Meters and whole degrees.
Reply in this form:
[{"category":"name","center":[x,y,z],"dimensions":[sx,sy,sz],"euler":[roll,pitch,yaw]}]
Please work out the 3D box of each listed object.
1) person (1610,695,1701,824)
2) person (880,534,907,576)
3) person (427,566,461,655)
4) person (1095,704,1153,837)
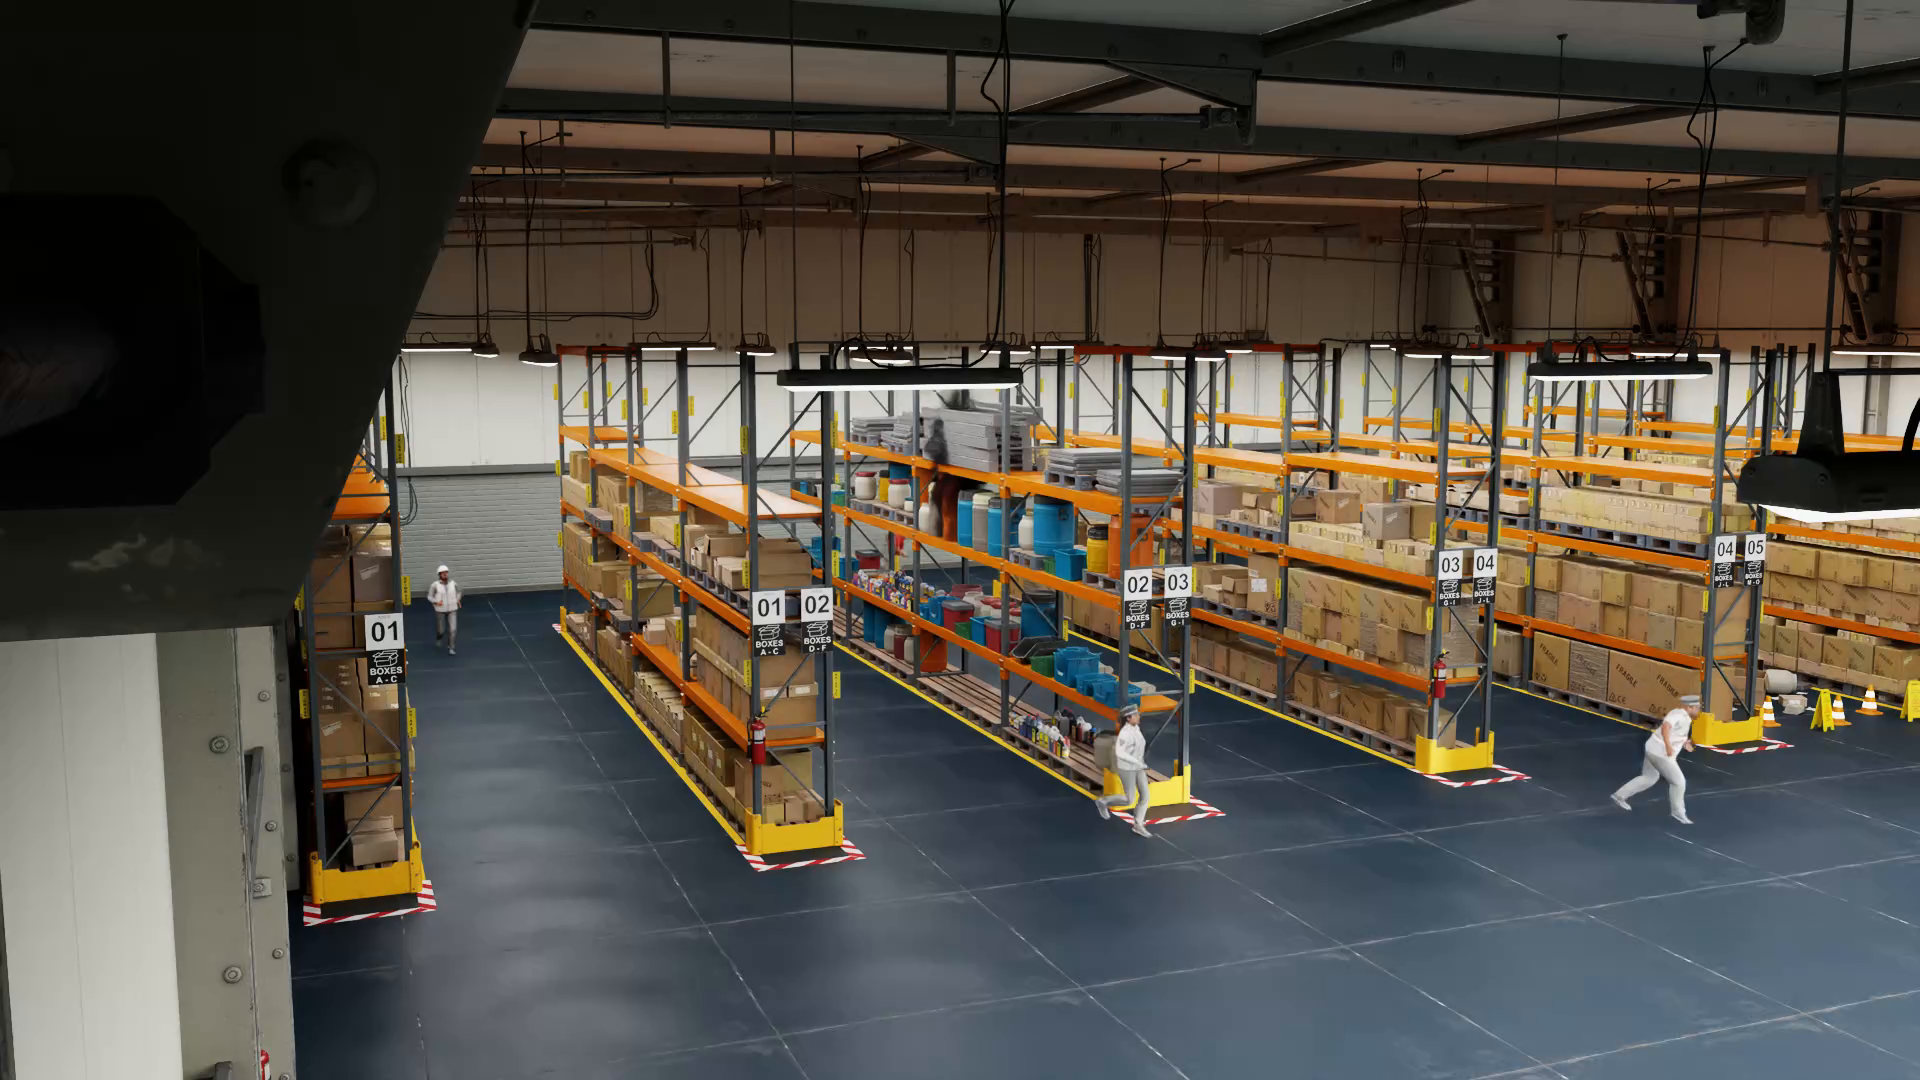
[{"category":"person","center":[8.953,2.822,21.413],"dimensions":[1.030,1.720,0.702],"euler":[2,8,18]},{"category":"person","center":[-1.702,0.520,39.566],"dimensions":[1.019,1.694,0.702],"euler":[-2,8,-17]},{"category":"person","center":[-10.032,1.357,32.446],"dimensions":[0.668,1.732,0.760],"euler":[-4,8,-30]},{"category":"person","center":[2.092,2.877,20.935],"dimensions":[0.762,1.696,0.627],"euler":[4,8,29]}]
